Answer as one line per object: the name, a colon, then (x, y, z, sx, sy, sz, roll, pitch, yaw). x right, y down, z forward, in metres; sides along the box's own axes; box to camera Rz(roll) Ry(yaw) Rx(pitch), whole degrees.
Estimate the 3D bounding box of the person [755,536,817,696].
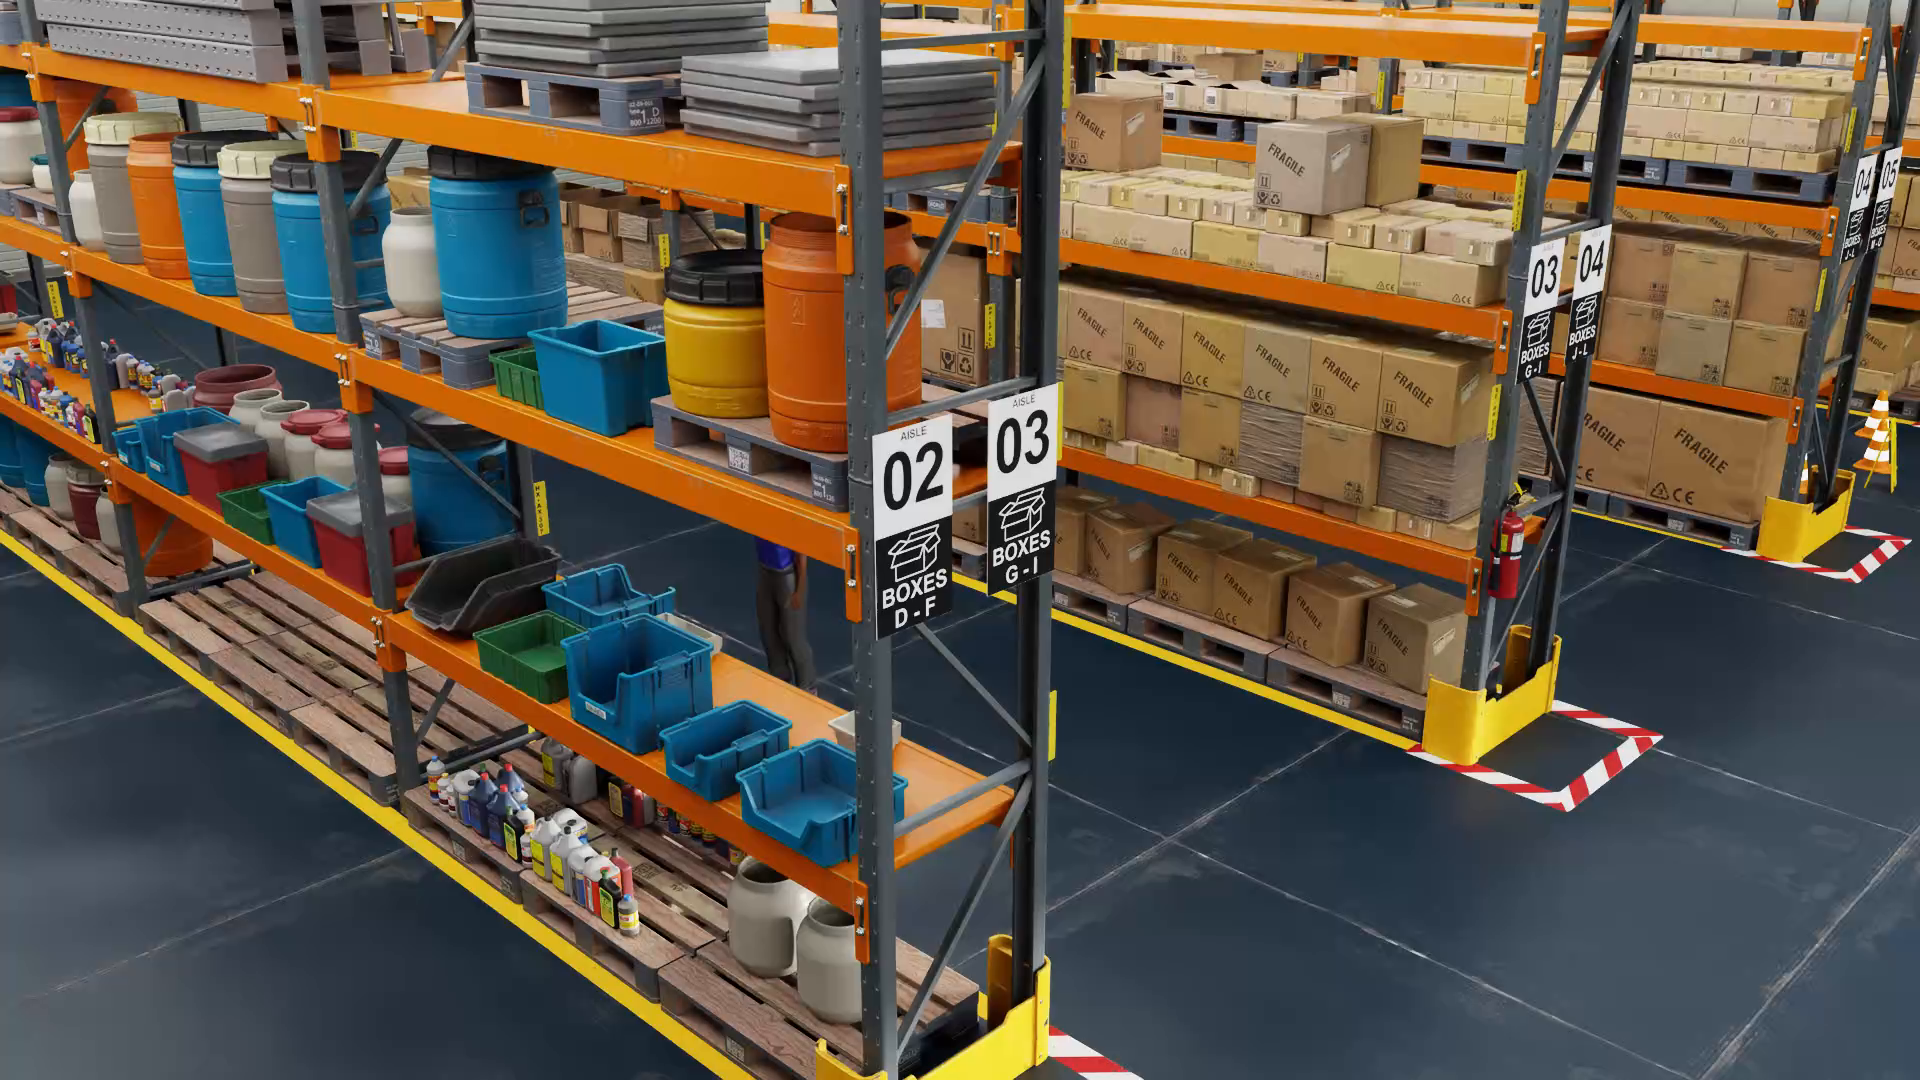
person: (-1.151, 0.301, 10.837, 0.328, 1.684, 0.437, -19, 28, -41)
